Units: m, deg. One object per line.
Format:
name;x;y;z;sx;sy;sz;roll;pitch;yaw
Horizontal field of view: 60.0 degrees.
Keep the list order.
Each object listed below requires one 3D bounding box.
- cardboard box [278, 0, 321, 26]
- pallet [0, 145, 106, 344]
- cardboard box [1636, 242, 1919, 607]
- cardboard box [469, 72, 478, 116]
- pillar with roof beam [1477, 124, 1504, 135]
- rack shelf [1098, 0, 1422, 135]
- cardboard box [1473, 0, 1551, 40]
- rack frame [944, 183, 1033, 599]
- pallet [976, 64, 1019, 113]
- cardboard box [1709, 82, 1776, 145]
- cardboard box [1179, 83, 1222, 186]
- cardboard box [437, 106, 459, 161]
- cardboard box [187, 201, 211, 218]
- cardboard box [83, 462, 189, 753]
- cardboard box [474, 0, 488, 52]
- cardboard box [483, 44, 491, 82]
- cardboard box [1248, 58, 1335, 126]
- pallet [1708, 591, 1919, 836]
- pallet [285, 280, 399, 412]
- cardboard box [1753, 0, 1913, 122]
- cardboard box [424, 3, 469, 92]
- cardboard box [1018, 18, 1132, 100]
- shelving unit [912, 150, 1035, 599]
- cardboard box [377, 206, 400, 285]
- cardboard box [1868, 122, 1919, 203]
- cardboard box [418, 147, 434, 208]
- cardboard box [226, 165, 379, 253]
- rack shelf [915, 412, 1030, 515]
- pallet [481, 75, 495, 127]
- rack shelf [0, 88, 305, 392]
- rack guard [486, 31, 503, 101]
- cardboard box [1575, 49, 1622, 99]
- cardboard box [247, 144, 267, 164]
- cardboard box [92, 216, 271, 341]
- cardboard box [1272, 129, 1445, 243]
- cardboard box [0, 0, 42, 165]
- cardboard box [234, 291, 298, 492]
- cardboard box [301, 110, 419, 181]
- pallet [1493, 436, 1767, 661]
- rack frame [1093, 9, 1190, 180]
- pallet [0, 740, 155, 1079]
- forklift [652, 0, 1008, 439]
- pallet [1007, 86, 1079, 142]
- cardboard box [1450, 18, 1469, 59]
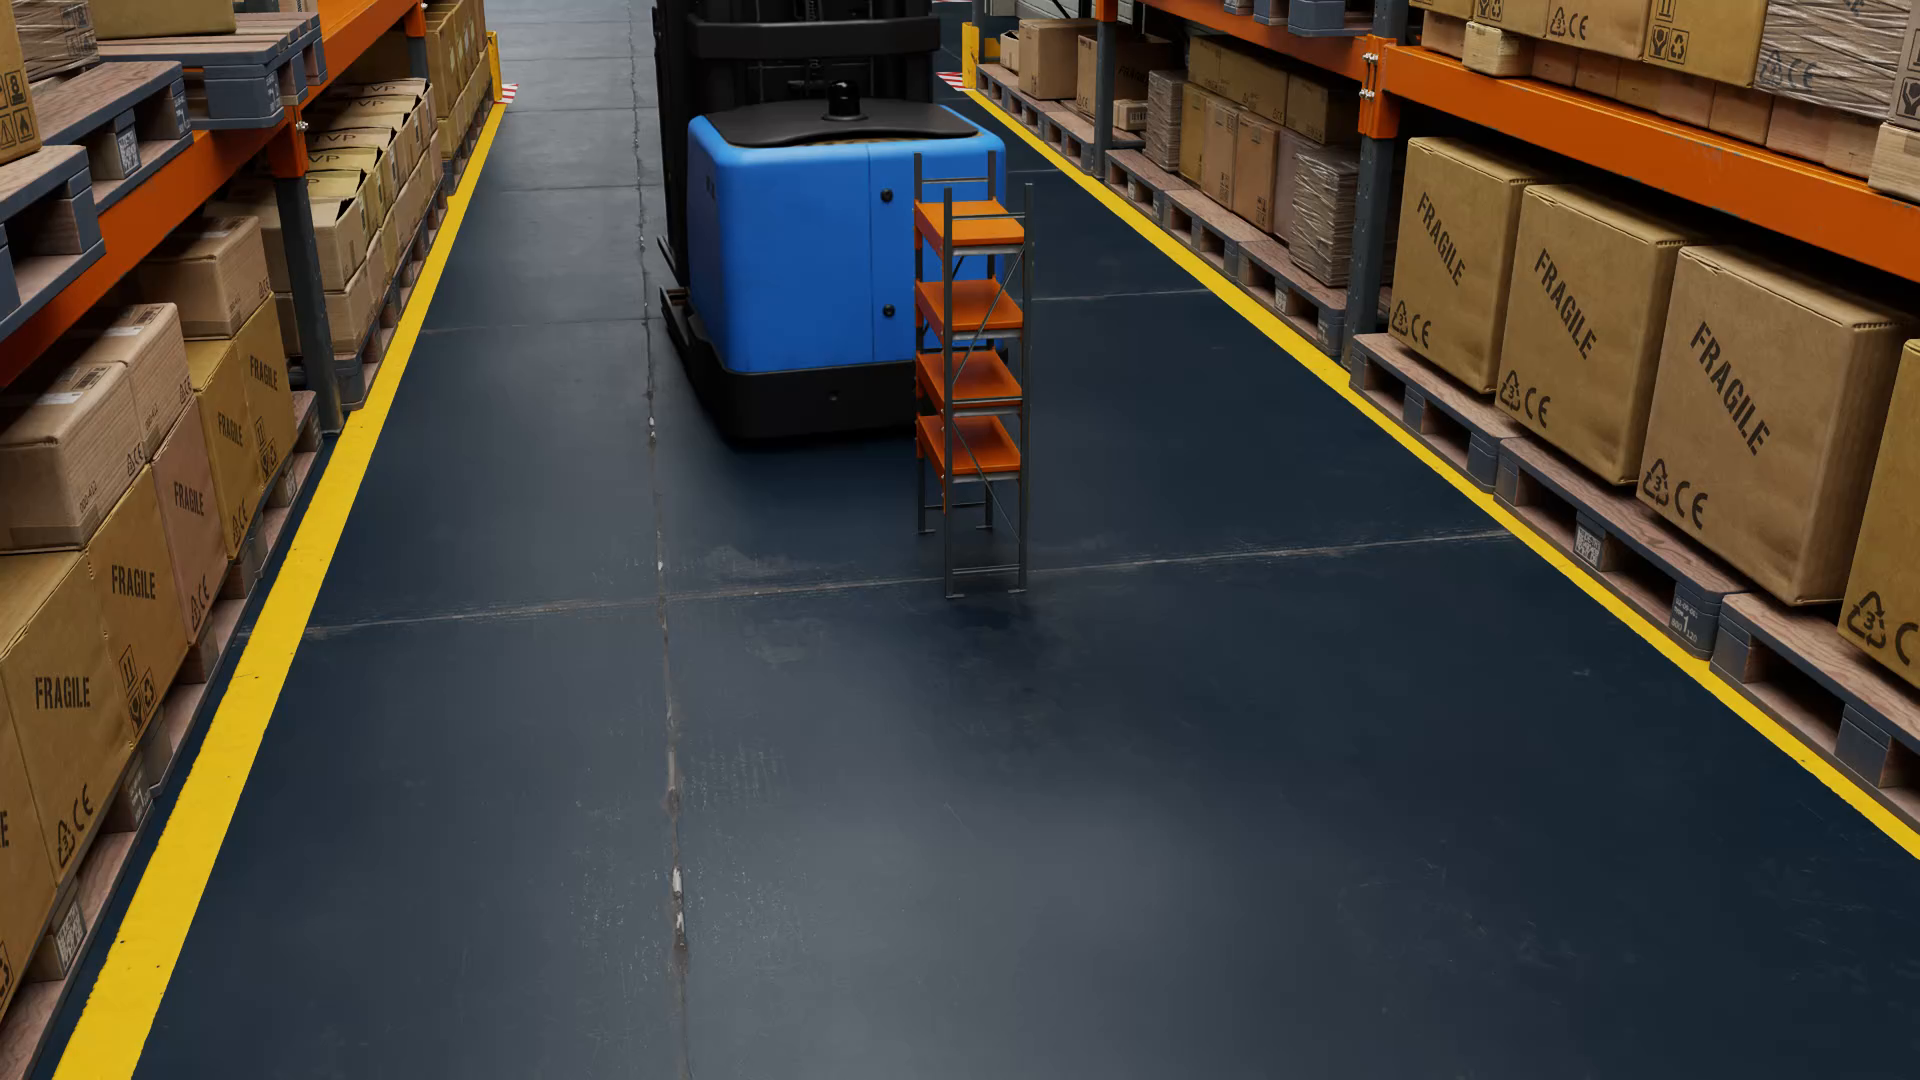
cardboard box;-2.762;-2.069;6.352;0.500;0.311;0.500;-5;24;-10
pallet;-2.088;-0.405;2.670;1.003;0.211;1.213;-4;24;-10
cardboard box;2.405;-0.342;4.446;0.750;0.750;0.750;-4;24;-8
cardboard box;-3.587;-3.045;11.385;0.500;0.250;0.500;-4;24;-10
pillar with roof beam;-1.540;-5.118;5.726;9.100;9.000;0.400;-4;24;-10
rack shelf;1.711;-2.569;8.284;1.077;0.370;4.000;-4;24;-10
cardboard box;2.007;-1.887;5.301;0.500;0.500;0.500;-4;24;-8
rack frame;0.076;-0.389;4.641;0.240;1.200;0.015;-4;24;-10
pallet;0.731;-3.629;13.295;1.003;0.211;1.213;-4;24;-10
cardboard box;2.250;-1.153;4.432;0.380;0.149;0.250;-4;24;-8
cardboard box;1.639;-2.254;9.236;0.700;0.500;0.500;-5;24;-11
cardboard box;-3.314;-2.455;10.033;0.500;0.250;0.500;-4;24;-10
cardboard box;-3.126;-1.121;6.280;0.500;0.311;0.500;-4;24;-8
cardboard box;-2.092;0.159;3.712;0.500;0.500;0.500;-4;24;-9
cardboard box;-3.874;-3.978;12.584;0.500;0.500;0.500;-4;24;-10
cardboard box;-3.876;-3.634;12.734;0.500;0.250;0.500;-4;24;-10
cardboard box;1.753;-2.222;8.227;0.500;0.250;0.500;-4;24;-10
pallet;2.604;0.441;3.976;1.003;0.211;1.213;-4;24;-10
pallet;-2.901;-0.793;6.802;1.003;0.211;1.213;-4;24;-10
cardboard box;2.299;-1.291;3.937;0.500;0.500;0.500;-4;24;-10
cardboard box;-3.489;-3.192;10.786;0.500;0.500;0.500;-4;24;-10
cardboard box;0.833;-3.520;12.135;0.700;0.500;0.500;-6;24;-13
shelving unit;0.031;-0.485;4.861;0.258;1.200;0.503;-4;24;-10
cardboard box;-2.791;-1.306;7.403;0.500;0.250;0.500;-5;24;-11
cardboard box;2.300;-0.847;3.731;0.380;0.149;0.250;-4;24;-10
cardboard box;-3.073;-1.909;8.784;0.500;0.250;0.500;-5;24;-11
cardboard box;-2.700;-1.367;6.843;0.500;0.311;0.500;-5;24;-11
rack shelf;0.031;-0.241;4.967;0.258;0.148;0.480;-4;24;-10
pallet;-4.083;-3.315;12.577;1.003;0.211;1.213;-4;24;-10
rack shelf;-2.417;-0.628;3.838;1.077;0.370;4.000;-4;24;-10
rack guard;-4.270;-3.755;13.222;1.175;0.500;0.348;-4;24;-10
cardboard box;2.142;-1.458;5.129;0.380;0.149;0.250;-4;24;-9
cardboard box;-3.409;-1.721;7.653;0.500;0.311;0.500;-4;24;-8
cardboard box;-2.368;-0.772;4.905;0.500;0.250;0.500;-3;24;-8
cardboard box;1.916;-1.659;7.874;0.700;0.500;0.500;-4;24;-10
cardboard box;-2.104;-0.878;2.862;0.700;0.500;0.500;-1;24;-1
cardboard box;-2.383;-0.450;5.105;0.500;0.500;0.500;-3;24;-8
cardboard box;-2.977;-1.968;8.219;0.500;0.311;0.500;-4;24;-10
pallet;2.375;-0.040;5.077;1.003;0.211;1.213;-4;24;-10
rack frame;1.341;-3.686;9.941;1.000;3.000;0.127;-4;24;-10
pallet;-2.235;0.790;3.177;1.003;0.211;1.213;-4;24;-10
forklift;-0.715;-2.266;6.776;1.130;2.935;3.031;-6;24;-14
pallet;0.953;-3.150;12.199;1.003;0.211;1.213;-4;24;-10
cardboard box;1.952;-1.760;5.821;0.380;0.149;0.250;-4;24;-9
